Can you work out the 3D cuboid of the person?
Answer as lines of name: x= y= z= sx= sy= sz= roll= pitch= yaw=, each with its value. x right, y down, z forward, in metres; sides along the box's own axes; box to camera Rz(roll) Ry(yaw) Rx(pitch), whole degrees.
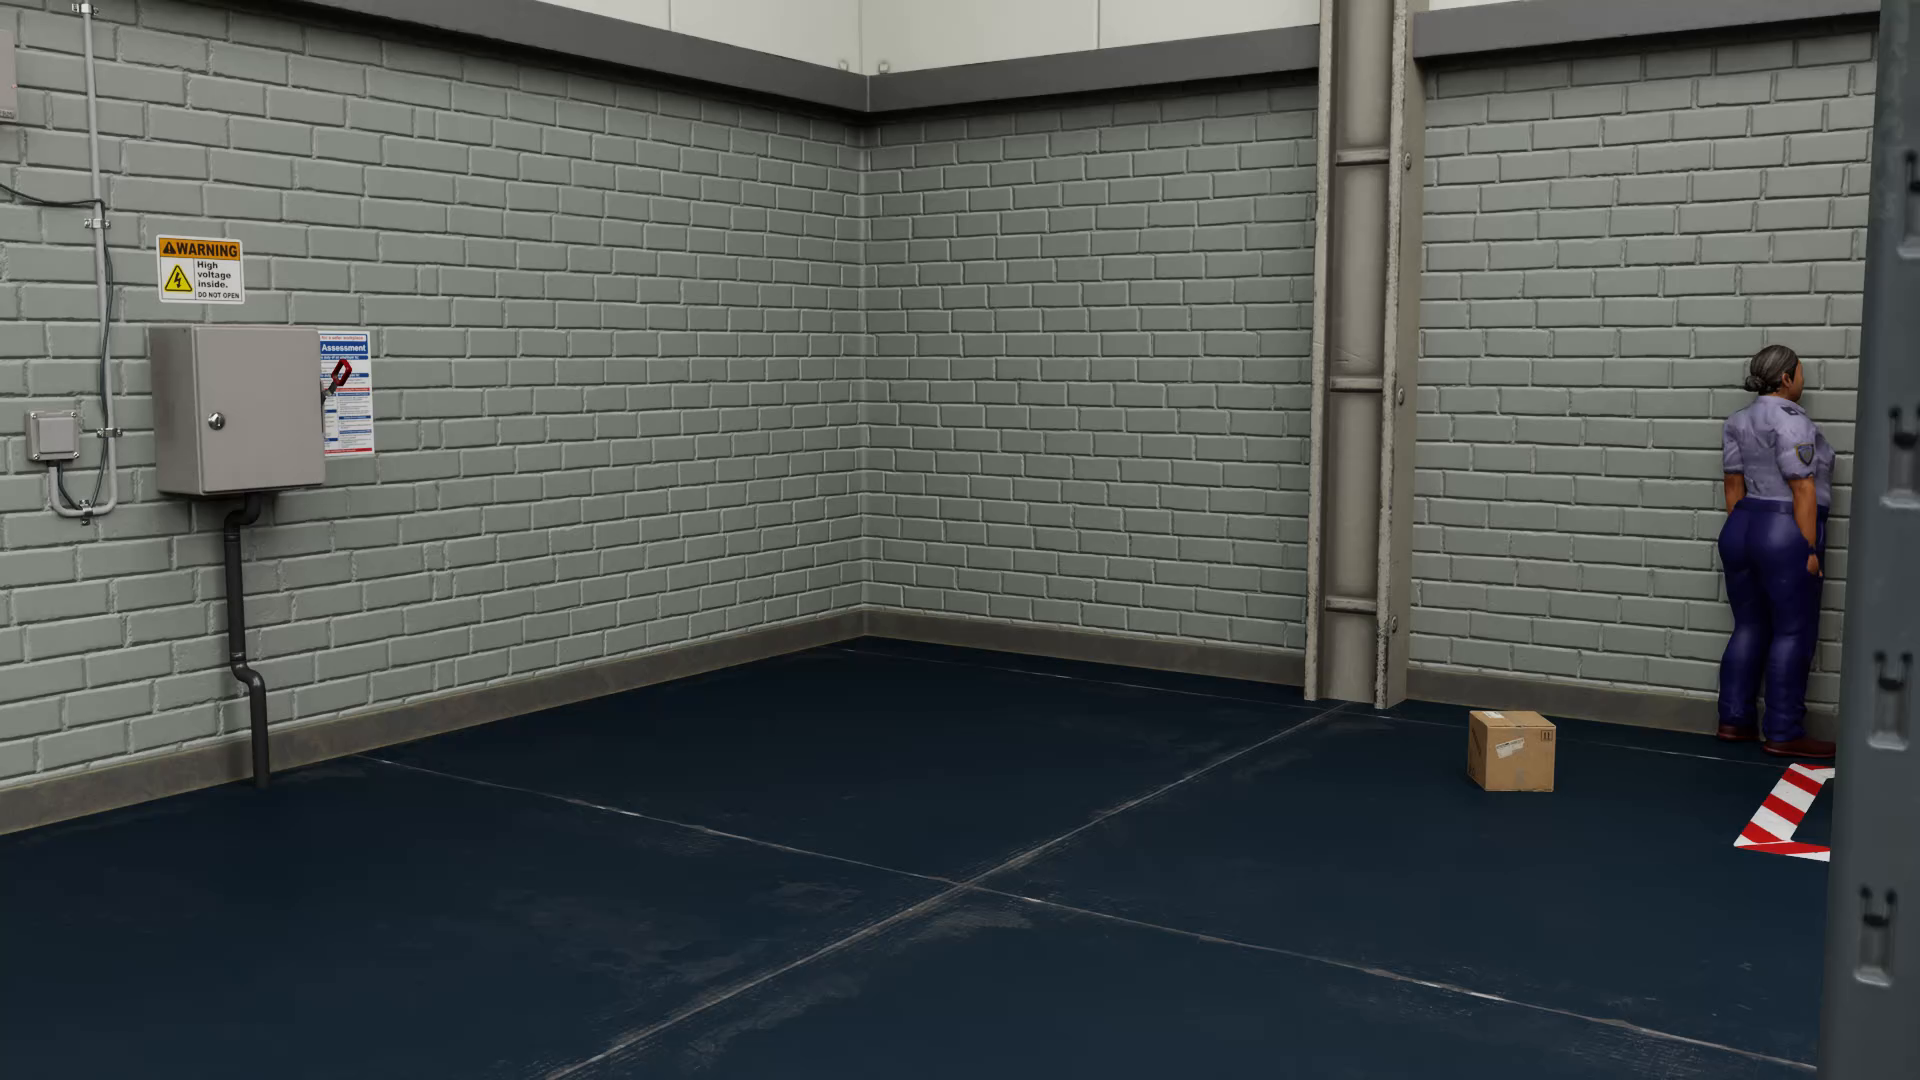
person: x=3.324 y=0.037 z=6.756 sx=0.365 sy=1.650 sz=0.466 roll=-2 pitch=7 yaw=-14
